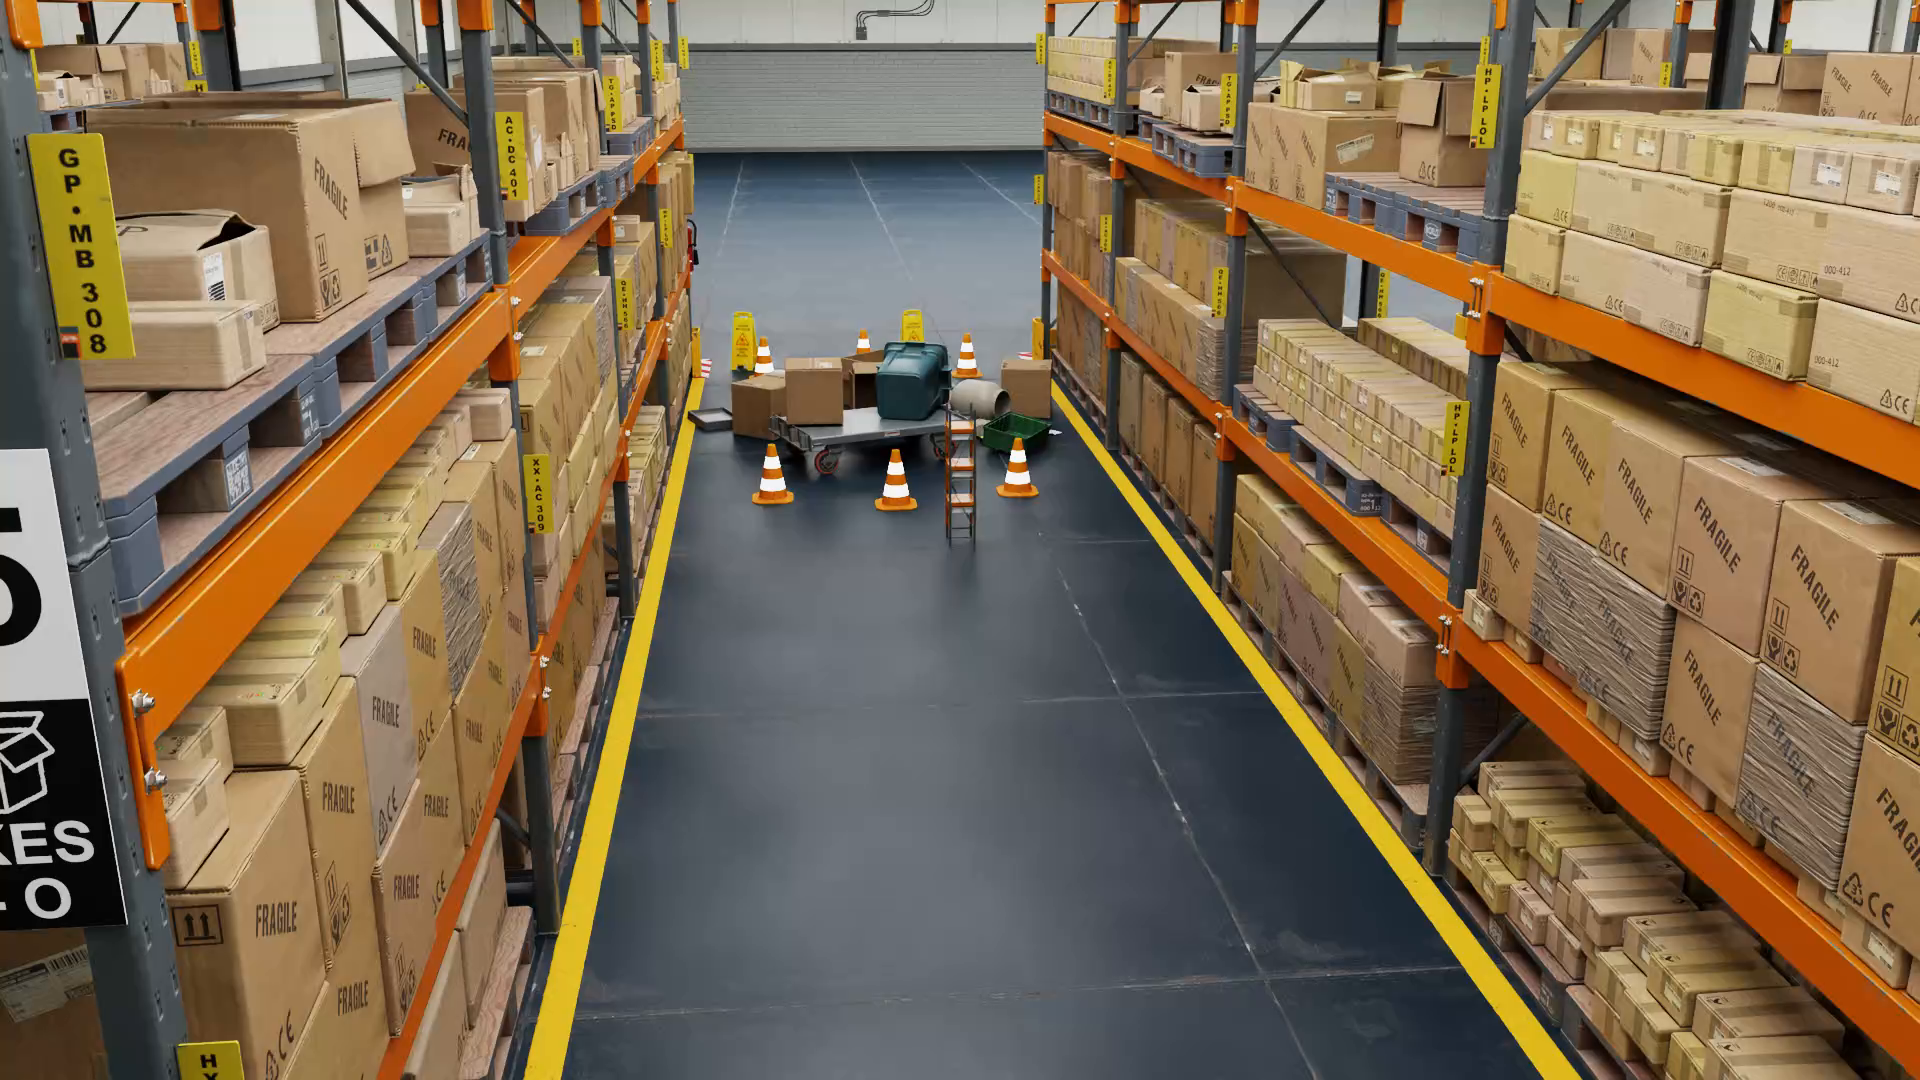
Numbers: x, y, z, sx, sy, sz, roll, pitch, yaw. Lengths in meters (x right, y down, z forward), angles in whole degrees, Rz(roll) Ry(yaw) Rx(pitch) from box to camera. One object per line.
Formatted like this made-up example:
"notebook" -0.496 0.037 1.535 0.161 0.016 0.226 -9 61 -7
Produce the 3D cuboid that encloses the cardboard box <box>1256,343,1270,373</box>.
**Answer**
"cardboard box" 2.107 -1.162 10.594 0.380 0.149 0.250 -1 17 -3

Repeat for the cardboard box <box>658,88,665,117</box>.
"cardboard box" -2.904 -3.893 14.816 0.500 0.250 0.500 -2 18 -6

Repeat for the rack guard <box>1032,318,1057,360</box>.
"rack guard" 1.429 -2.288 19.131 1.175 0.500 0.348 -2 18 -6

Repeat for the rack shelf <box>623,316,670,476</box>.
"rack shelf" -2.862 -1.160 12.564 1.077 0.370 4.000 -2 18 -6

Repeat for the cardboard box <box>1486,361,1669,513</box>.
"cardboard box" 2.474 -0.423 6.684 0.500 0.500 0.500 -1 17 -4

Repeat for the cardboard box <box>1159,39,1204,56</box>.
"cardboard box" 2.065 -4.568 15.431 0.380 0.149 0.250 -2 18 -7

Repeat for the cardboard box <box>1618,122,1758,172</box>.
"cardboard box" 2.517 -1.359 5.739 0.380 0.149 0.250 -2 18 -7

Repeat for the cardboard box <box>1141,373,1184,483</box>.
"cardboard box" 2.094 -0.939 13.716 1.050 0.750 0.750 -2 18 -6

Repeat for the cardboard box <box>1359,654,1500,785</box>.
"cardboard box" 2.343 0.881 8.335 0.500 0.500 0.500 -2 18 -7

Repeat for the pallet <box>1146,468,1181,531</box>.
"pallet" 2.128 -0.360 13.470 1.003 0.211 1.213 -2 18 -6

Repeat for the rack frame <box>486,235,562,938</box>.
"rack frame" -2.244 0.285 6.763 1.000 3.000 0.127 -2 18 -6

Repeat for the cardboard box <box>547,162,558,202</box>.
"cardboard box" -2.026 -1.623 7.521 0.380 0.166 0.250 -3 18 -9

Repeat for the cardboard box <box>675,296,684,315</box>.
"cardboard box" -2.986 -2.355 16.725 0.380 0.149 0.250 -1 17 -3

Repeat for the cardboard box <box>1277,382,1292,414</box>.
"cardboard box" 2.158 -0.871 10.161 0.380 0.149 0.250 -1 17 -3

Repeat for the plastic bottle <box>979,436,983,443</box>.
"plastic bottle" 0.315 -0.916 15.492 0.133 0.061 0.283 -12 21 -34

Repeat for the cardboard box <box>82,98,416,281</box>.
"cardboard box" -2.073 -1.043 4.943 0.797 0.503 0.637 0 17 -1

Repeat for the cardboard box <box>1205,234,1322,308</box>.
"cardboard box" 2.167 -1.900 11.884 0.700 0.500 0.500 -2 18 -6

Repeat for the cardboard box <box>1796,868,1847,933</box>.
"cardboard box" 2.691 1.021 4.838 0.380 0.149 0.250 -3 18 -8

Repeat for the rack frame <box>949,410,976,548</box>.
"rack frame" 0.018 -0.449 12.353 0.200 1.050 0.008 -2 18 -6

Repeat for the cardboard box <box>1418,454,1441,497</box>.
"cardboard box" 2.404 -0.312 7.884 0.380 0.149 0.250 -2 18 -5

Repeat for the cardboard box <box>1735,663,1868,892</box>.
"cardboard box" 2.670 0.673 4.861 0.500 0.500 0.500 -2 18 -5

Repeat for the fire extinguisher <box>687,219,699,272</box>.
"fire extinguisher" -3.035 -3.302 18.316 0.296 0.674 0.183 -2 18 -6

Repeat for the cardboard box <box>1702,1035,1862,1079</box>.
"cardboard box" 2.607 1.712 5.281 0.380 0.149 0.250 -1 17 -4

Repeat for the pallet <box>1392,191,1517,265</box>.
"pallet" 2.712 -1.427 7.521 1.213 0.211 1.003 -2 18 -6

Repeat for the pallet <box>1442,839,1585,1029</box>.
"pallet" 2.774 1.631 7.130 1.003 0.211 1.213 -2 18 -6

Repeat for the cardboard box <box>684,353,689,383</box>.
"cardboard box" -3.085 -1.792 17.267 0.500 0.250 0.500 -2 18 -5

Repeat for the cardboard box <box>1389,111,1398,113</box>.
"cardboard box" 2.681 -2.109 9.212 0.500 0.500 0.500 -2 18 -6

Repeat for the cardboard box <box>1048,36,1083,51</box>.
"cardboard box" 1.150 -5.304 17.777 0.380 0.149 0.250 -2 17 -5

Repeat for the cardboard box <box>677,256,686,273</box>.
"cardboard box" -3.032 -2.841 17.138 0.380 0.149 0.250 -1 17 -5

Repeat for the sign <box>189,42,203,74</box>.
"sign" -7.877 -4.965 17.129 0.100 0.325 0.005 -2 18 -6

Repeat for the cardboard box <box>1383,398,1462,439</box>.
"cardboard box" 2.353 -0.612 8.343 0.380 0.149 0.250 -2 18 -6

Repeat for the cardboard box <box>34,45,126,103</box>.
"cardboard box" -8.102 -4.257 15.179 0.797 0.503 0.637 -1 17 -4

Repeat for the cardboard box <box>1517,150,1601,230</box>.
"cardboard box" 2.481 -1.346 6.364 0.500 0.250 0.500 -1 17 -4

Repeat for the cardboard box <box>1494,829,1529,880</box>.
"cardboard box" 2.504 1.310 7.058 0.380 0.149 0.250 -2 18 -5

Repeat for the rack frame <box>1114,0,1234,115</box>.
"rack frame" 1.844 -5.144 14.039 1.000 3.000 0.127 -2 18 -6

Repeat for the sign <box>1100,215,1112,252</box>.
"sign" 1.293 -2.715 14.740 0.100 0.325 0.005 -2 18 -6

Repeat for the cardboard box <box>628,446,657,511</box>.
"cardboard box" -2.861 -0.468 12.846 0.950 0.372 0.625 -1 17 -4

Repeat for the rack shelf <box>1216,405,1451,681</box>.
"rack shelf" 2.463 -0.151 9.351 1.077 0.370 4.000 -2 18 -6

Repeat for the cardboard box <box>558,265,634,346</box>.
"cardboard box" -2.533 -1.593 11.380 0.500 0.500 0.500 -1 17 -3

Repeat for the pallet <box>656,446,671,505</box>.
"pallet" -2.987 -0.537 14.034 1.003 0.211 1.213 -2 18 -6

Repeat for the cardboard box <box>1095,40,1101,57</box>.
"cardboard box" 1.438 -4.471 15.123 0.380 0.149 0.250 -2 18 -6

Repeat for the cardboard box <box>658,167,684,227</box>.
"cardboard box" -2.954 -3.207 15.550 0.700 0.500 0.500 -2 18 -7

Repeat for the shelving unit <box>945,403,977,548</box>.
"shelving unit" 0.006 -0.485 12.469 0.215 1.050 0.252 -2 18 -6

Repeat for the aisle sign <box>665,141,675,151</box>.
"aisle sign" -3.199 -4.558 17.849 0.394 0.787 0.004 -2 18 -6

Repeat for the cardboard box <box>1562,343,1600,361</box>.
"cardboard box" 6.578 -1.886 17.149 0.500 0.500 0.500 -3 18 -11

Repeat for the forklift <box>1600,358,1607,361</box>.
"forklift" 4.812 -1.144 11.428 1.130 2.935 3.031 -2 17 -5

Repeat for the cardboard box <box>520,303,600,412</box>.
"cardboard box" -2.237 -0.985 8.971 0.500 0.500 0.500 -2 18 -6

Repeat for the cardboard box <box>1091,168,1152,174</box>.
"cardboard box" 1.749 -3.305 16.144 0.875 0.550 0.550 -2 18 -6

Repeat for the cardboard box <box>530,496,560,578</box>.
"cardboard box" -2.008 -0.022 7.156 0.500 0.250 0.500 -2 18 -7

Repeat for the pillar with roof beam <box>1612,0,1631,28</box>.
"pillar with roof beam" 14.713 -15.541 47.157 9.100 9.000 0.400 -2 18 -6

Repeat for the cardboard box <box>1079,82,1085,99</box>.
"cardboard box" 1.356 -4.319 15.971 0.380 0.149 0.250 -2 18 -6

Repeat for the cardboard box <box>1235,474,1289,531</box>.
"cardboard box" 2.087 -0.243 10.663 0.500 0.250 0.500 -3 18 -8

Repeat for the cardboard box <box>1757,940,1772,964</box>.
"cardboard box" 3.085 1.597 6.146 0.380 0.149 0.250 -3 18 -8

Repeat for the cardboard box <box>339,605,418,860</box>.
"cardboard box" -1.718 0.493 4.263 0.500 0.500 0.500 -2 18 -6

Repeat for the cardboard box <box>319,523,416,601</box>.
"cardboard box" -1.710 0.064 4.545 0.380 0.149 0.250 -2 18 -7

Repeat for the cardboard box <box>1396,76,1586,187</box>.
"cardboard box" 2.641 -2.043 8.297 0.797 0.503 0.637 -2 18 -6

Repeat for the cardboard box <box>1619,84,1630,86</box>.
"cardboard box" 6.419 -4.197 15.615 0.380 0.149 0.250 -3 18 -8
